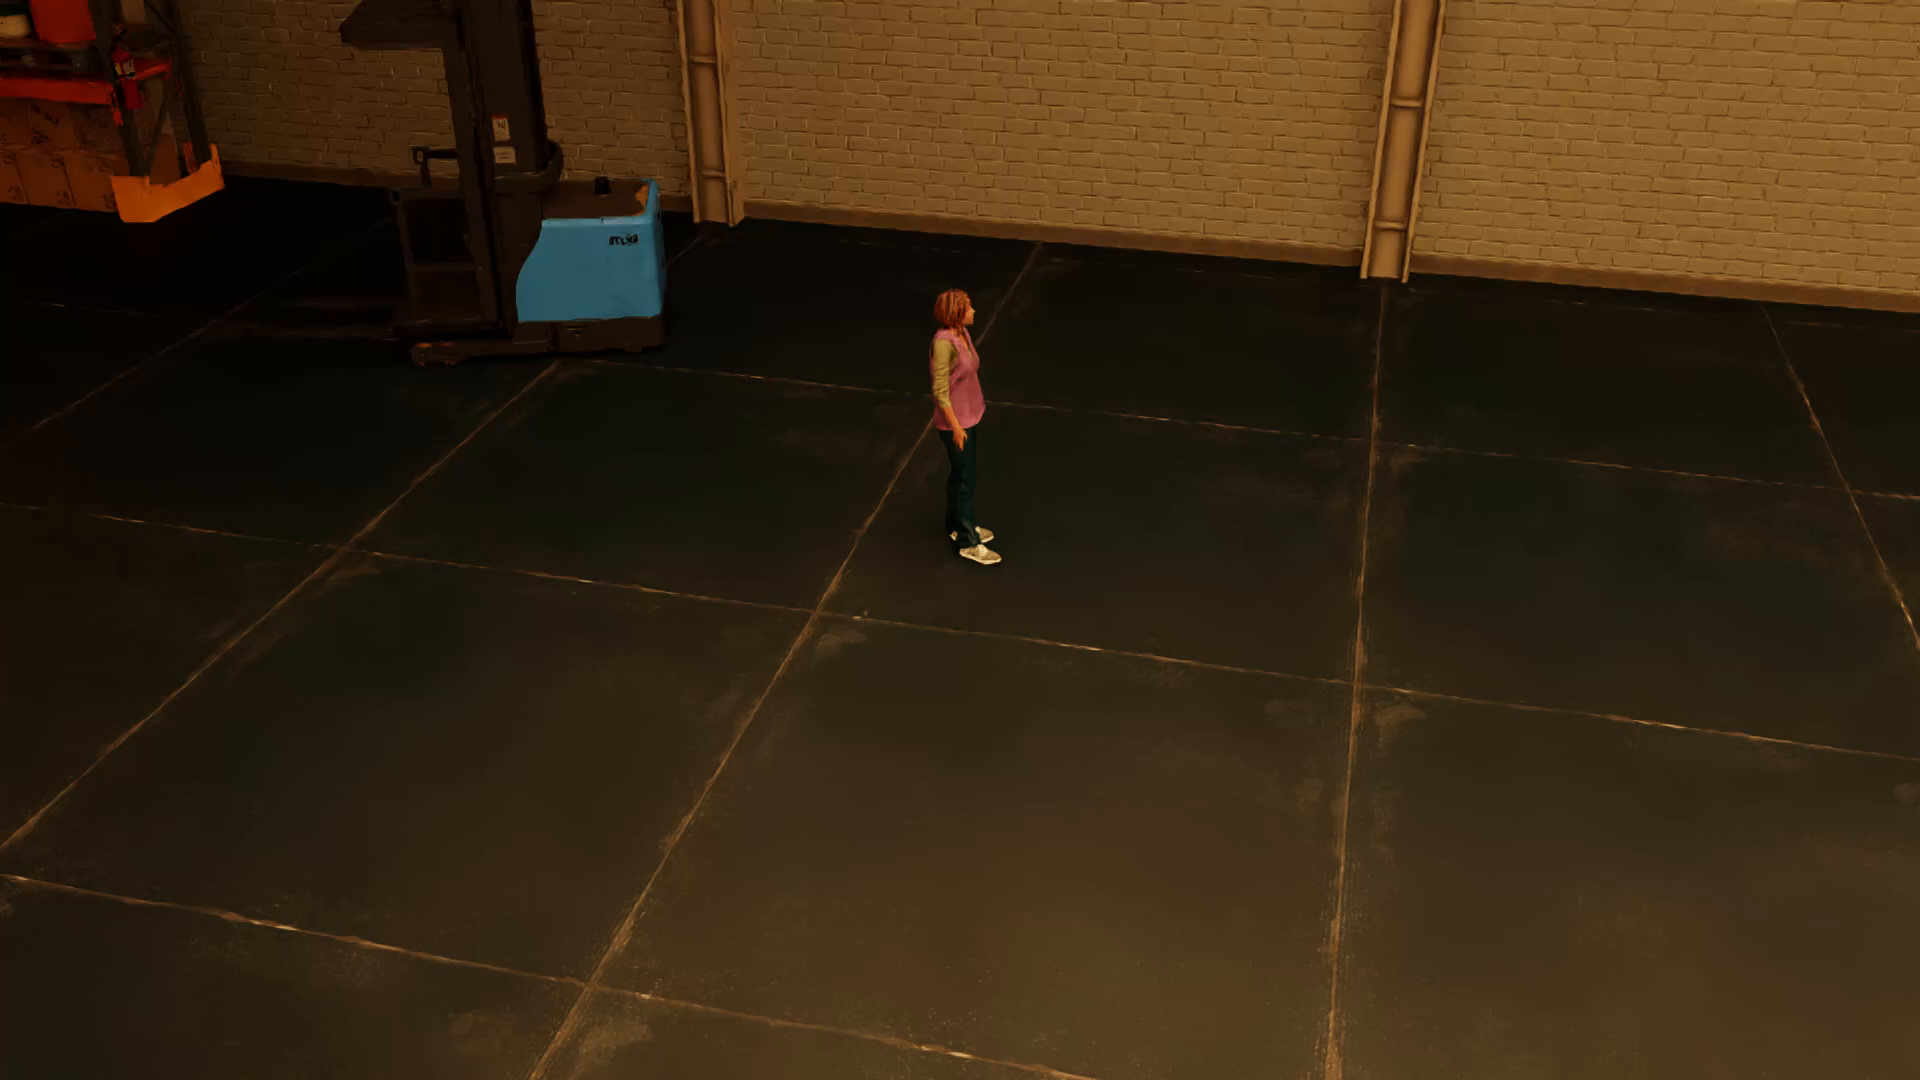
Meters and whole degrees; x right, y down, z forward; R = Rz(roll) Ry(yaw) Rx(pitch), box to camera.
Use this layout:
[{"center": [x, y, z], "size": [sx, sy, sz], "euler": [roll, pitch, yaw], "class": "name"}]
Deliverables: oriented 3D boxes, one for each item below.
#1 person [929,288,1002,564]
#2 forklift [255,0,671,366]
[{"center": [0.069, -0.685, 9.719], "size": [0.474, 1.597, 0.520], "euler": [7, 30, 12], "class": "person"}, {"center": [-3.791, -2.856, 12.211], "size": [3.031, 2.935, 1.130], "euler": [-3, 30, -5], "class": "forklift"}]
